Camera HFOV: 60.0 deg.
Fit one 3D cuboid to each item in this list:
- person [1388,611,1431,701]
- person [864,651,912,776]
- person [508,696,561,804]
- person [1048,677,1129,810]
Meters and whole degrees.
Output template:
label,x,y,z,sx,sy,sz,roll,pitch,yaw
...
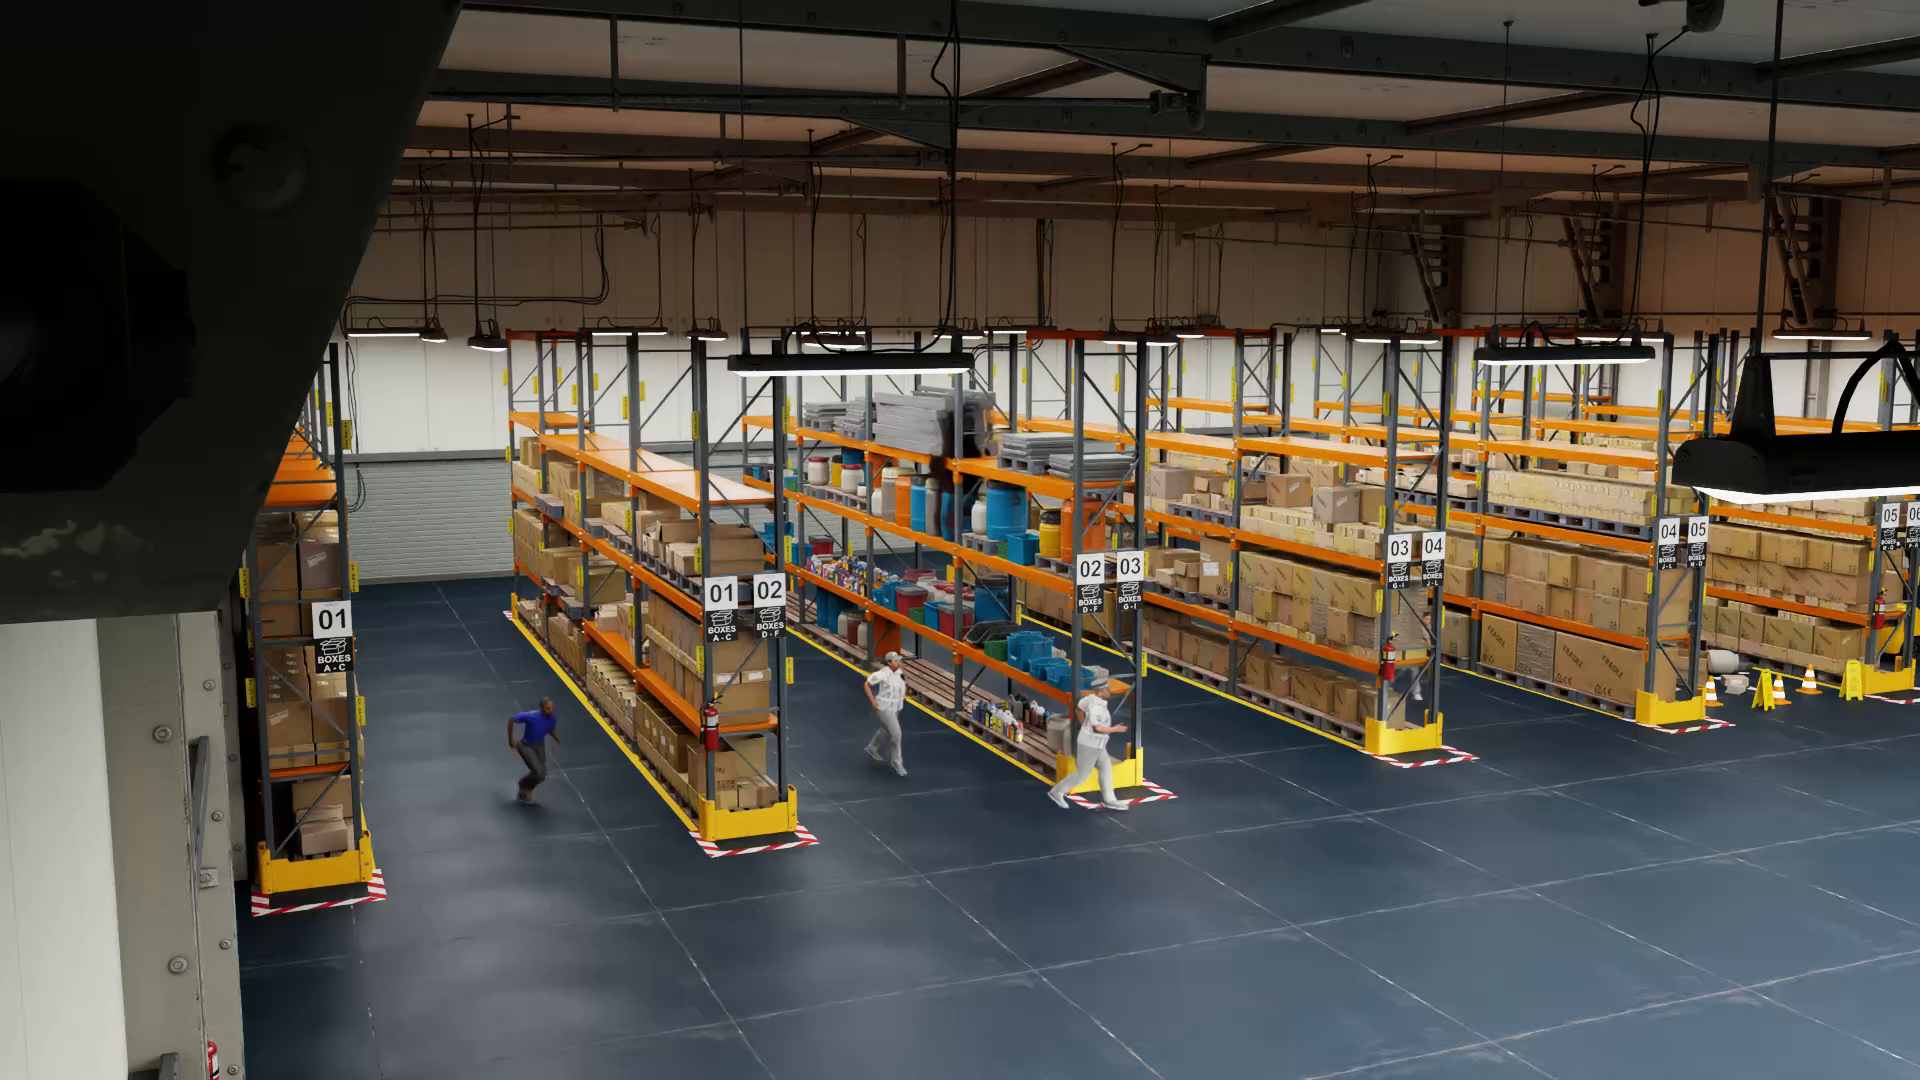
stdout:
label,x,y,z,sx,sy,sz,roll,pitch,yaw
person,7.396,1.849,27.450,0.566,1.489,1.060,-4,9,-29
person,-1.038,2.388,23.116,0.846,1.705,0.644,6,10,35
person,-5.470,2.711,21.315,0.834,1.488,0.613,6,10,38
person,1.632,2.592,21.077,1.024,1.751,0.615,1,8,8
